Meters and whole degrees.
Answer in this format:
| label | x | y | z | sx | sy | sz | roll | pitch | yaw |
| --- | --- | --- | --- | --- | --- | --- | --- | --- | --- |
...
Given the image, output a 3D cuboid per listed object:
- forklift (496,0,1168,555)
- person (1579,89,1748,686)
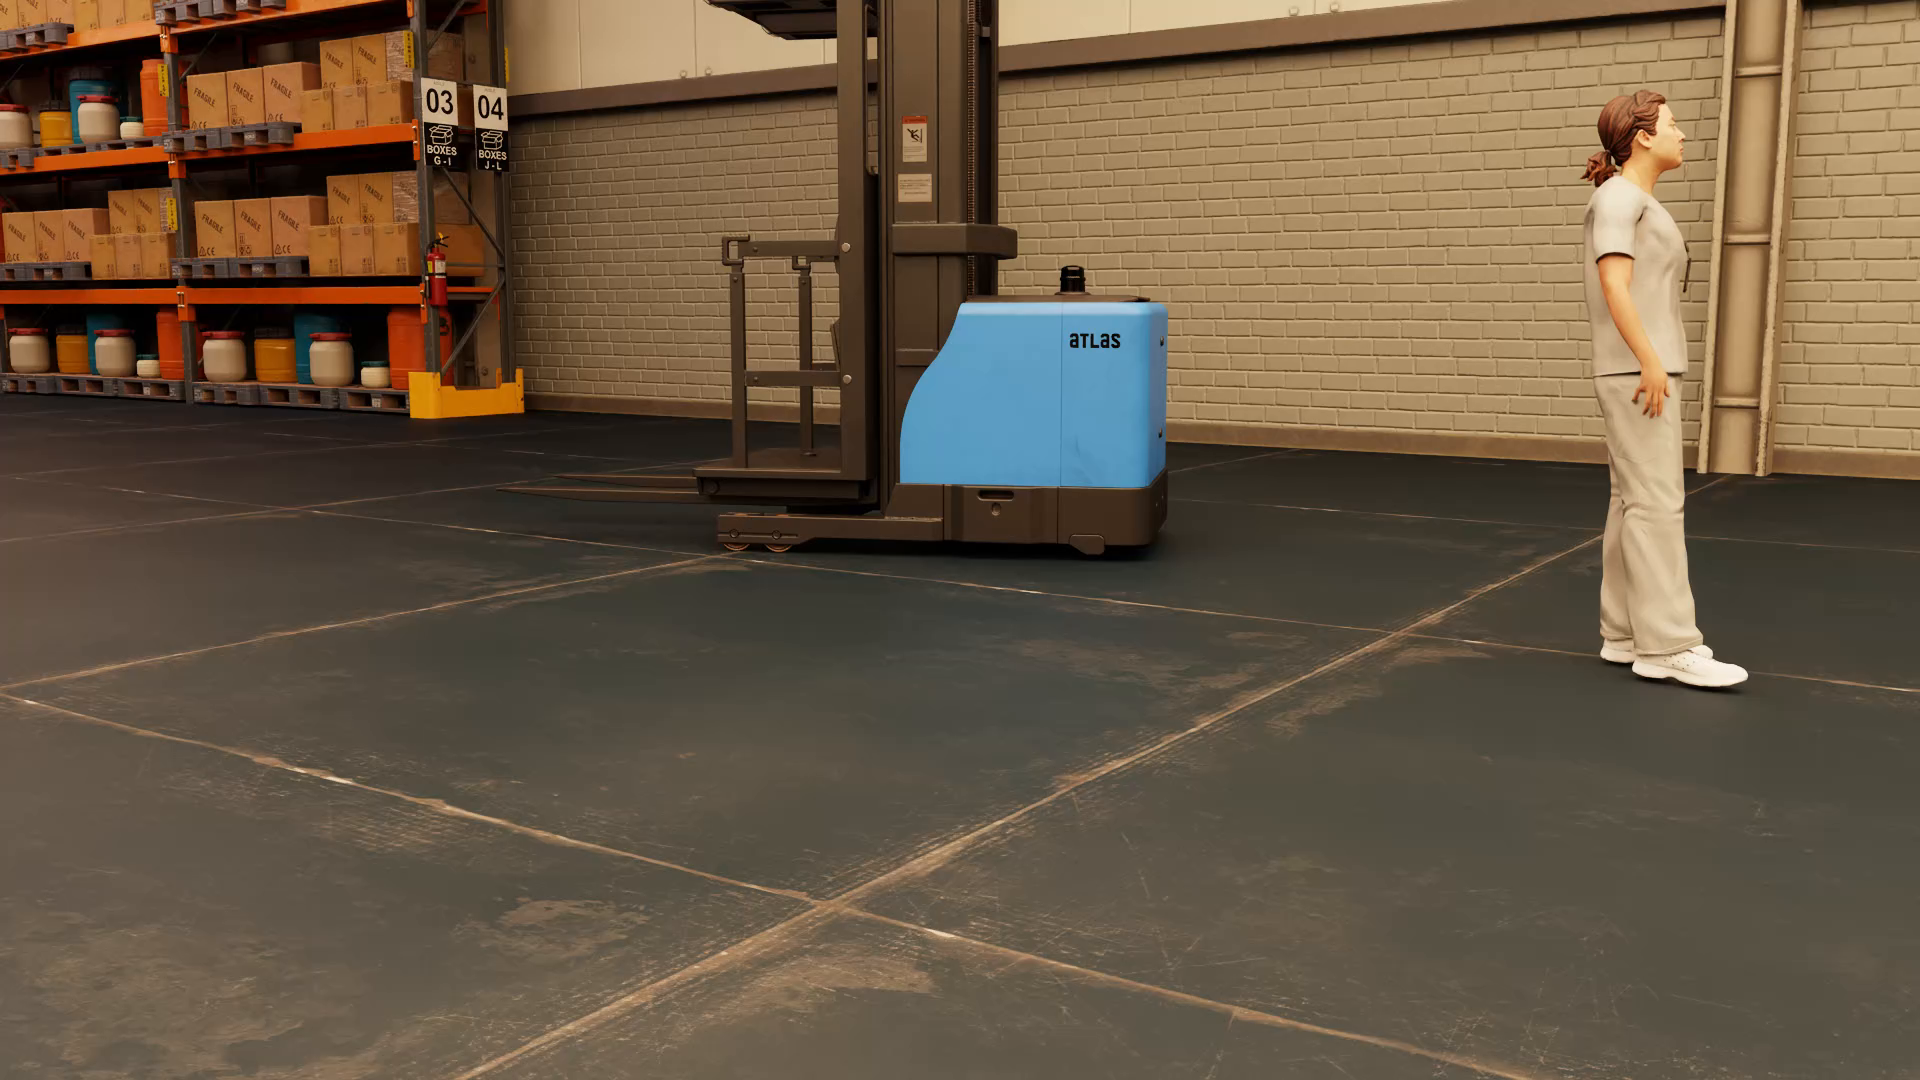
| label | x | y | z | sx | sy | sz | roll | pitch | yaw |
| --- | --- | --- | --- | --- | --- | --- | --- | --- | --- |
| forklift | -0.596 | -1.469 | 7.520 | 3.031 | 2.935 | 1.130 | 2 | 8 | 12 |
| person | 2.051 | -0.459 | 4.829 | 0.549 | 1.674 | 0.551 | 4 | 9 | 28 |
